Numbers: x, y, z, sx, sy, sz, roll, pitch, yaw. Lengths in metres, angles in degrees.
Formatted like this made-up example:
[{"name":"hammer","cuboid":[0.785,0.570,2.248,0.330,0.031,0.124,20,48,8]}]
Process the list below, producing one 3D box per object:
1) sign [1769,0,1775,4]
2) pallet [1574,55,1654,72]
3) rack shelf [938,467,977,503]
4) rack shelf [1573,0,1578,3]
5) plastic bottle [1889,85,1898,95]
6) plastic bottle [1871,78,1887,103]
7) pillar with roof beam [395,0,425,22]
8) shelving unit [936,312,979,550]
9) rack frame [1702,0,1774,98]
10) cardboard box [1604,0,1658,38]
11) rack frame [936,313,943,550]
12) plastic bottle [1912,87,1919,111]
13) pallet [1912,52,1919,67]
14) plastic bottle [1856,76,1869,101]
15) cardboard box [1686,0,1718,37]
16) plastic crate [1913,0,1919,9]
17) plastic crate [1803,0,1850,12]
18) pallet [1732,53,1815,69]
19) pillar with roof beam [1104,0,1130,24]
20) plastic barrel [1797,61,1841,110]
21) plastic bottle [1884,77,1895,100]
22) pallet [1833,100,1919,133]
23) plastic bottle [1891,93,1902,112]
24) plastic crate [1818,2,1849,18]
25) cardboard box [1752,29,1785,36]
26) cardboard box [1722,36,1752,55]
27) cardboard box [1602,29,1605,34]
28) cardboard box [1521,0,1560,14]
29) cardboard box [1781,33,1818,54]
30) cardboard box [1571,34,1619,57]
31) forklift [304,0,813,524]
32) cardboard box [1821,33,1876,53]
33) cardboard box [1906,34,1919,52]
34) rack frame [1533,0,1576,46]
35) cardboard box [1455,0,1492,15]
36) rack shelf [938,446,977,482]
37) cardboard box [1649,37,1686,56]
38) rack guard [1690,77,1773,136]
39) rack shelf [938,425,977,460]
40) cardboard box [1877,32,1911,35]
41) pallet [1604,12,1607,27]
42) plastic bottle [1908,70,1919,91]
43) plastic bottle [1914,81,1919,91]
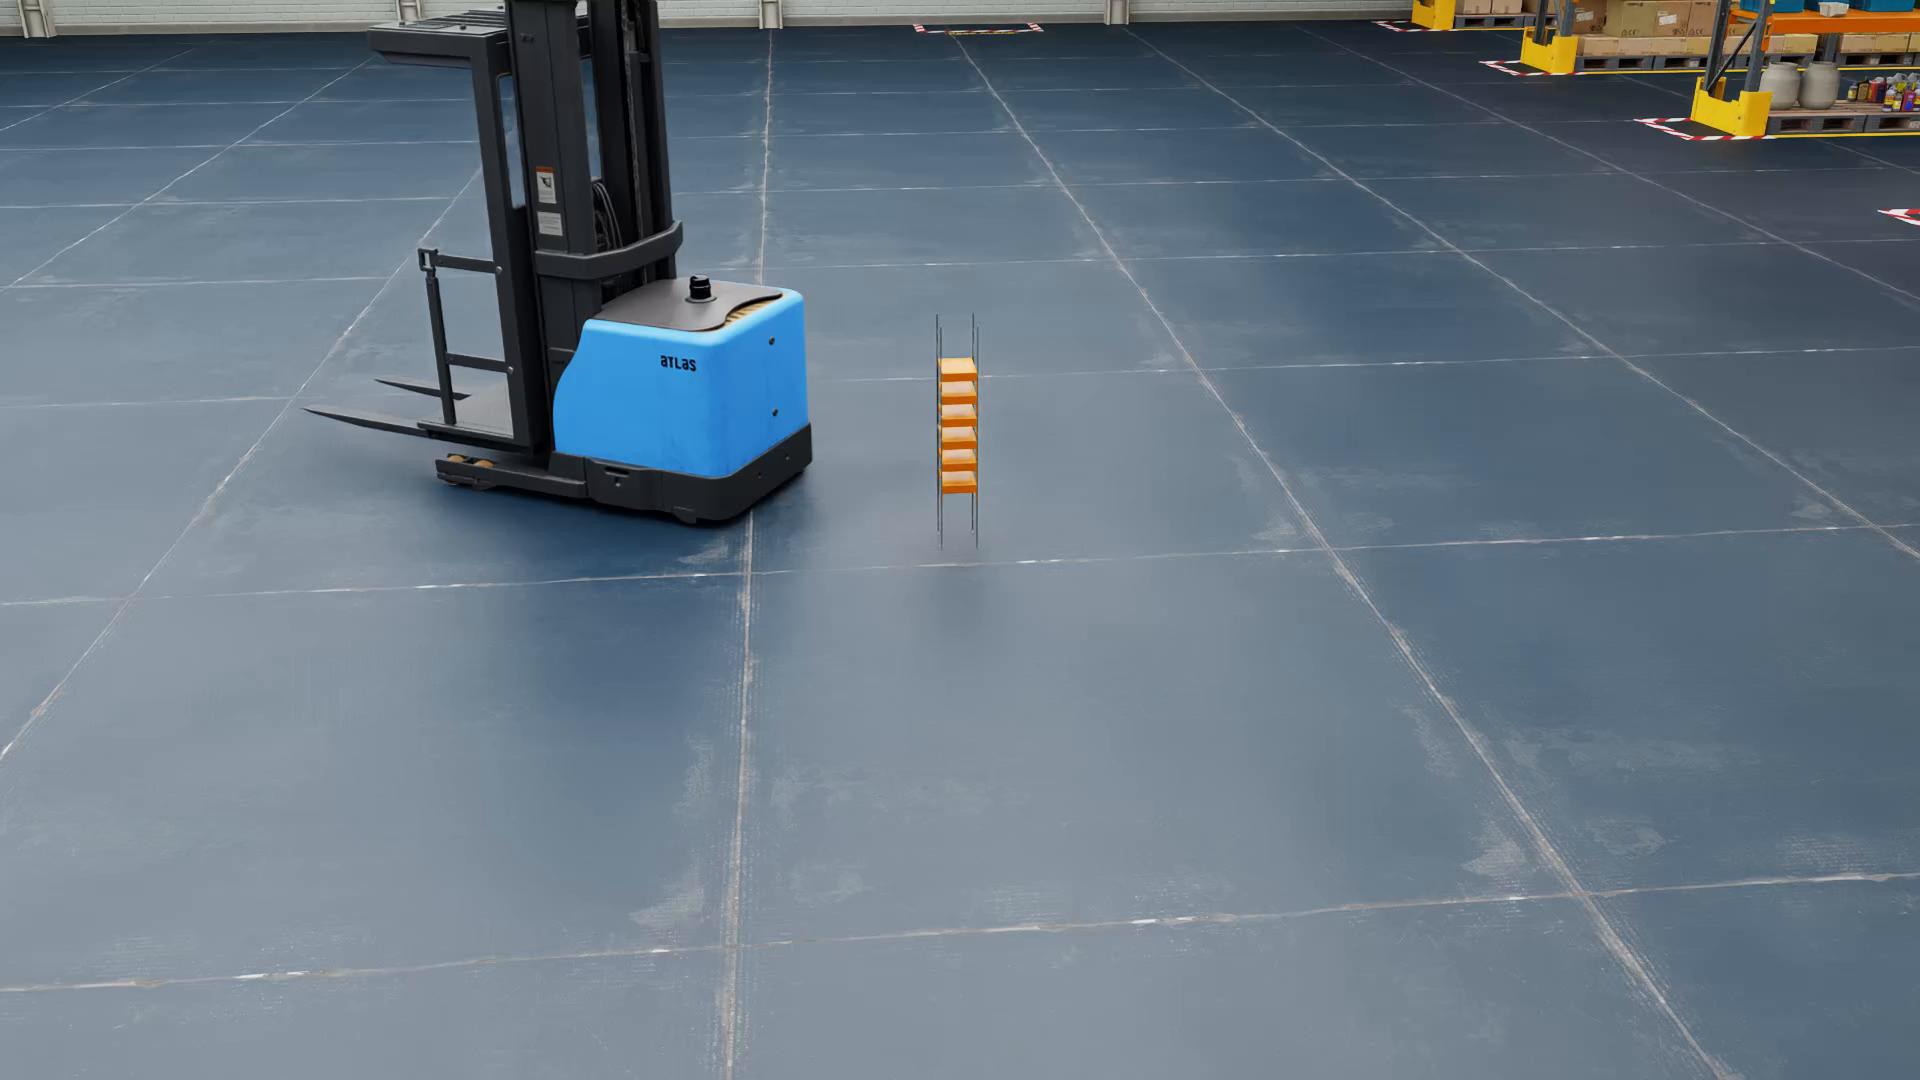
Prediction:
[{"name":"sign","cuboid":[9.113,-6.172,18.602,0.005,0.325,0.100,-2,24,-5]},{"name":"pallet","cuboid":[9.337,-7.044,24.337,1.213,0.211,1.003,-2,24,-5]},{"name":"rack shelf","cuboid":[-0.014,-0.288,8.621,0.180,0.103,0.258,-2,24,-5]},{"name":"rack shelf","cuboid":[10.571,-8.022,23.990,4.000,0.370,1.077,-2,24,-5]},{"name":"plastic bottle","cuboid":[11.271,-5.396,20.100,0.097,0.201,0.097,0,24,0]},{"name":"plastic bottle","cuboid":[11.113,-5.434,20.086,0.133,0.283,0.061,-2,24,-5]},{"name":"pillar with roof beam","cuboid":[-8.788,-10.933,22.268,0.400,9.000,9.100,-2,24,-5]},{"name":"shelving unit","cuboid":[-0.014,-0.548,8.505,0.189,1.200,0.258,-2,24,-5]},{"name":"rack frame","cuboid":[9.064,-6.268,19.159,0.127,3.000,1.000,-2,24,-5]},{"name":"cardboard box","cuboid":[9.633,-7.501,23.877,0.500,0.500,0.500,-2,24,-5]},{"name":"rack frame","cuboid":[-0.105,-0.544,8.497,0.006,1.200,0.240,-2,24,-5]},{"name":"plastic bottle","cuboid":[11.240,-5.183,19.534,0.097,0.271,0.097,0,24,0]},{"name":"pallet","cuboid":[14.507,-7.251,24.804,1.213,0.211,1.003,-2,24,-5]},{"name":"plastic bottle","cuboid":[10.963,-5.490,20.212,0.133,0.283,0.061,-2,24,-4]},{"name":"cardboard box","cuboid":[10.629,-7.539,23.963,0.500,0.500,0.500,-2,24,-5]},{"name":"plastic crate","cuboid":[11.666,-6.391,19.696,0.662,0.188,0.450,-2,24,-5]},{"name":"plastic crate","cuboid":[10.179,-6.365,19.560,0.408,0.251,0.499,-2,24,-5]},{"name":"pallet","cuboid":[11.766,-7.141,24.556,1.213,0.211,1.003,-2,24,-5]},{"name":"pillar with roof beam","cuboid":[3.154,-11.412,23.346,0.400,9.000,9.100,-2,24,-5]},{"name":"plastic barrel","cuboid":[10.210,-5.400,19.753,0.421,0.512,0.421,0,24,0]},{"name":"plastic bottle","cuboid":[11.240,-5.480,20.197,0.135,0.276,0.152,-3,24,-7]},{"name":"pallet","cuboid":[11.155,-5.094,19.950,1.213,0.211,1.003,-2,24,-5]},{"name":"plastic bottle","cuboid":[11.002,-5.141,19.527,0.097,0.201,0.097,0,24,0]},{"name":"plastic crate","cuboid":[9.986,-6.053,19.001,0.250,0.136,0.298,-2,24,-5]},{"name":"cardboard box","cuboid":[11.622,-7.586,24.069,0.500,0.500,0.500,-2,24,-5]},{"name":"cardboard box","cuboid":[11.126,-7.217,24.162,0.500,0.250,0.500,-2,24,-5]},{"name":"cardboard box","cuboid":[9.581,-7.372,24.510,0.500,0.250,0.500,-2,24,-5]},{"name":"cardboard box","cuboid":[10.090,-9.354,28.639,0.500,0.500,0.700,-4,24,-8]},{"name":"cardboard box","cuboid":[12.121,-7.259,24.256,0.500,0.250,0.500,-2,24,-5]},{"name":"cardboard box","cuboid":[9.136,-7.137,23.983,0.500,0.250,0.500,-2,24,-5]},{"name":"forklift","cuboid":[-2.416,-1.803,9.198,3.031,2.935,1.130,10,26,21]},{"name":"cardboard box","cuboid":[12.987,-7.281,24.307,0.500,0.250,0.500,-3,24,-6]},{"name":"cardboard box","cuboid":[14.011,-7.323,24.401,0.500,0.250,0.500,-3,24,-7]},{"name":"rack frame","cuboid":[8.580,-8.270,23.664,0.127,3.000,1.000,-2,24,-5]},{"name":"cardboard box","cuboid":[8.787,-9.236,28.605,0.500,0.311,0.500,-5,24,-11]},{"name":"rack shelf","cuboid":[-0.014,-0.397,8.572,0.180,0.103,0.258,-2,24,-5]},{"name":"cardboard box","cuboid":[10.131,-7.179,24.076,0.500,0.250,0.500,-2,24,-5]},{"name":"rack guard","cuboid":[9.135,-5.148,19.717,0.348,0.500,1.175,-2,24,-5]},{"name":"rack shelf","cuboid":[-0.014,-0.507,8.523,0.180,0.103,0.258,-2,24,-5]},{"name":"cardboard box","cuboid":[13.495,-7.555,24.233,0.500,0.311,0.500,-3,24,-6]},{"name":"pallet","cuboid":[11.406,-9.117,29.002,1.213,0.211,1.003,-2,24,-5]},{"name":"plastic bottle","cuboid":[11.589,-5.529,20.217,0.185,0.351,0.144,-2,24,-6]},{"name":"plastic bottle","cuboid":[11.629,-5.436,20.100,0.135,0.276,0.152,-2,24,-5]}]
